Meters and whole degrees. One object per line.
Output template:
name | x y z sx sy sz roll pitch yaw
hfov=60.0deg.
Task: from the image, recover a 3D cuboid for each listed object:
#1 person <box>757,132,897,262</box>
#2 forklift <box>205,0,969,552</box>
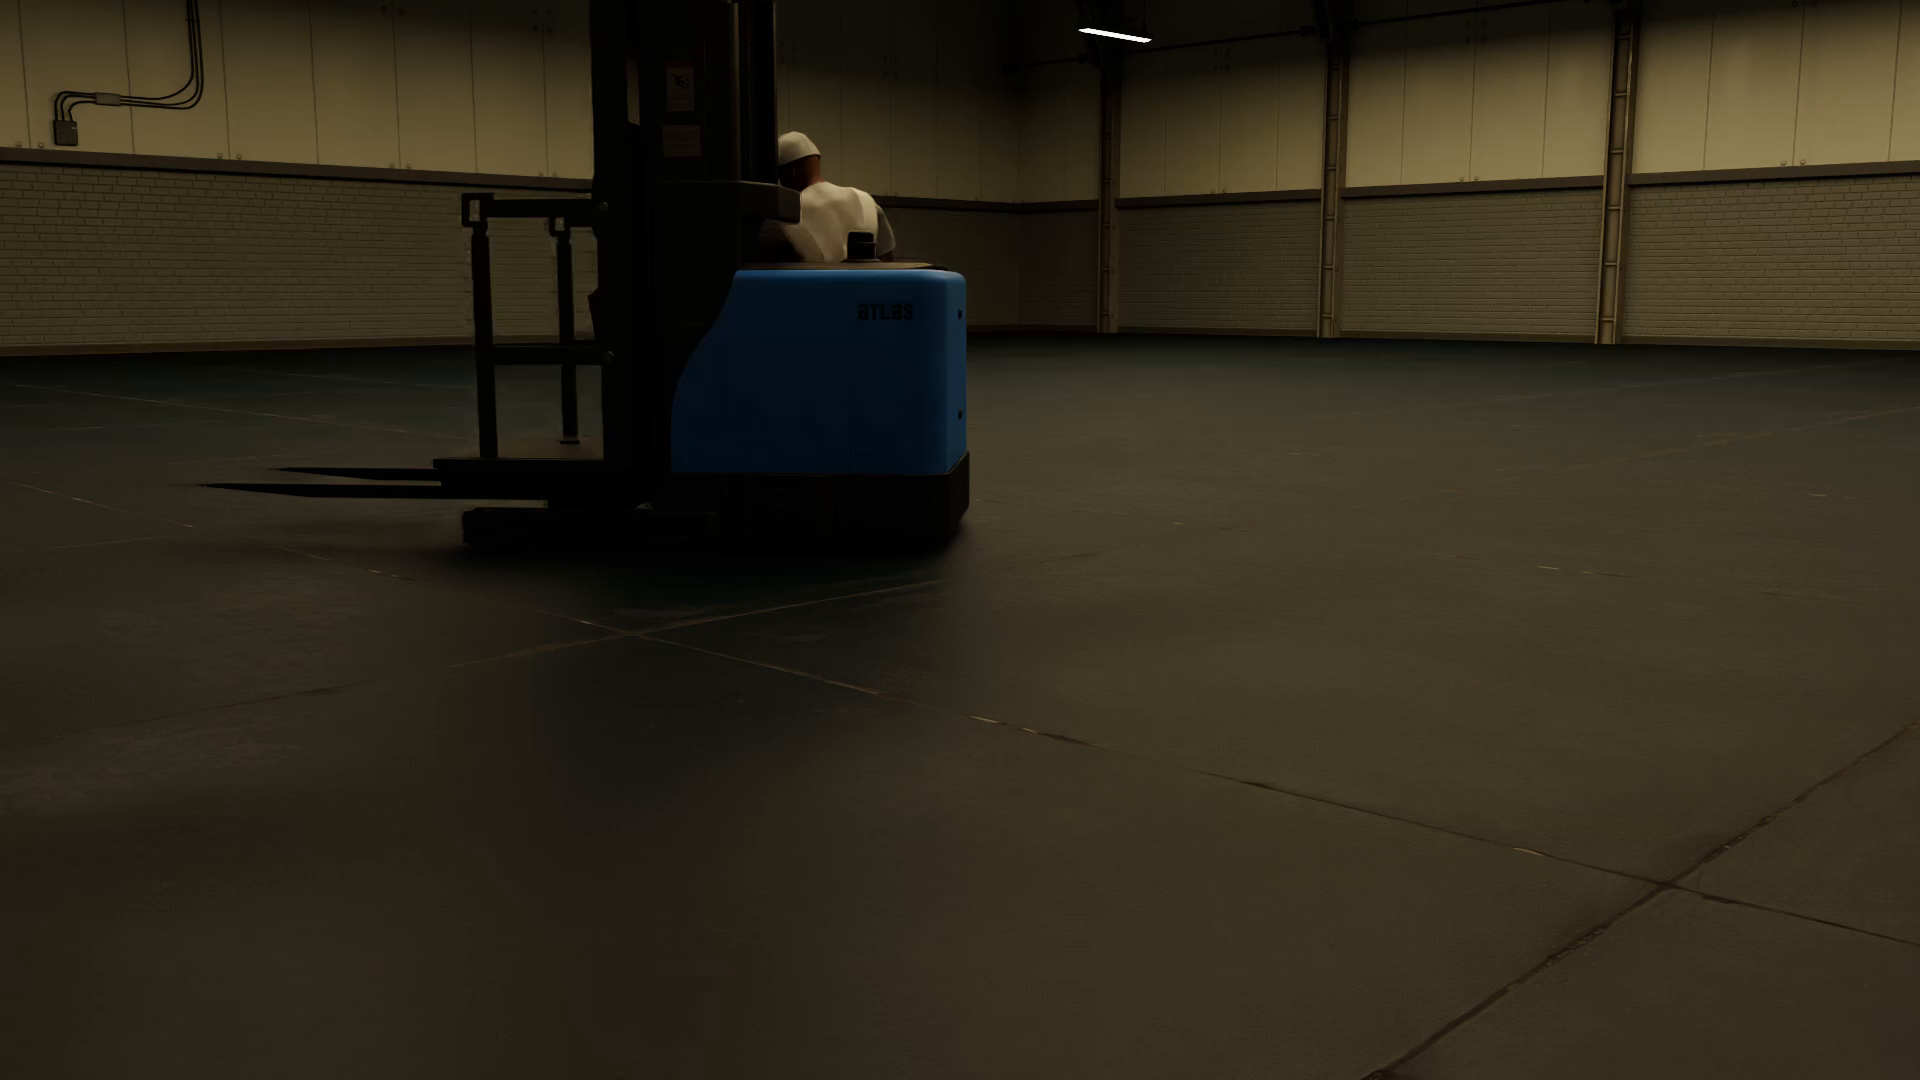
person | -0.711 -0.933 7.347 0.912 1.679 1.013 -6 11 -36
forklift | -1.508 -1.481 6.708 3.031 2.935 1.130 1 9 5
